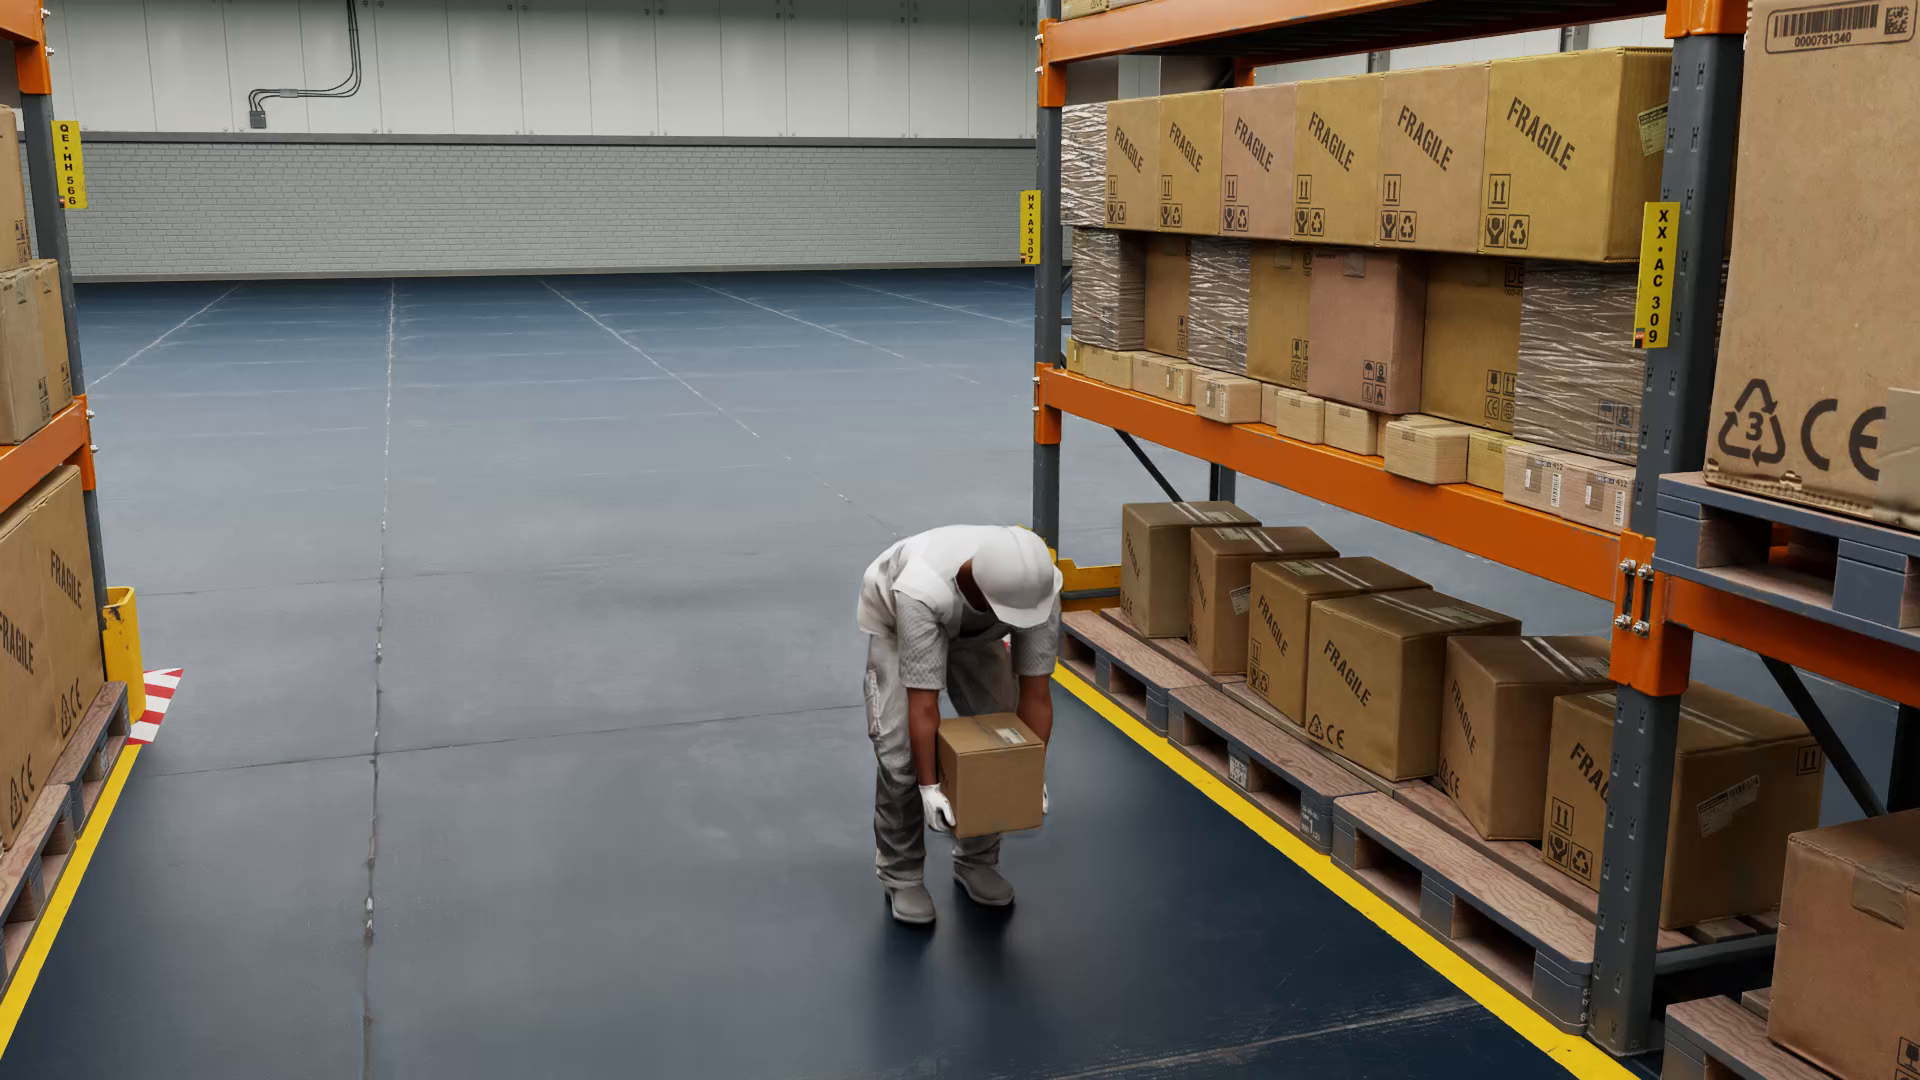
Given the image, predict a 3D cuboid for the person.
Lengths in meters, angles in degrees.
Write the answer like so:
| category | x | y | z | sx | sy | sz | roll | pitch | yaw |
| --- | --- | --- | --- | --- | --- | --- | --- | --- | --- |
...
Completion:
| category | x | y | z | sx | sy | sz | roll | pitch | yaw |
| --- | --- | --- | --- | --- | --- | --- | --- | --- | --- |
| person | 0.019 | 0.512 | 4.777 | 0.502 | 1.265 | 0.947 | -5 | 13 | -20 |
